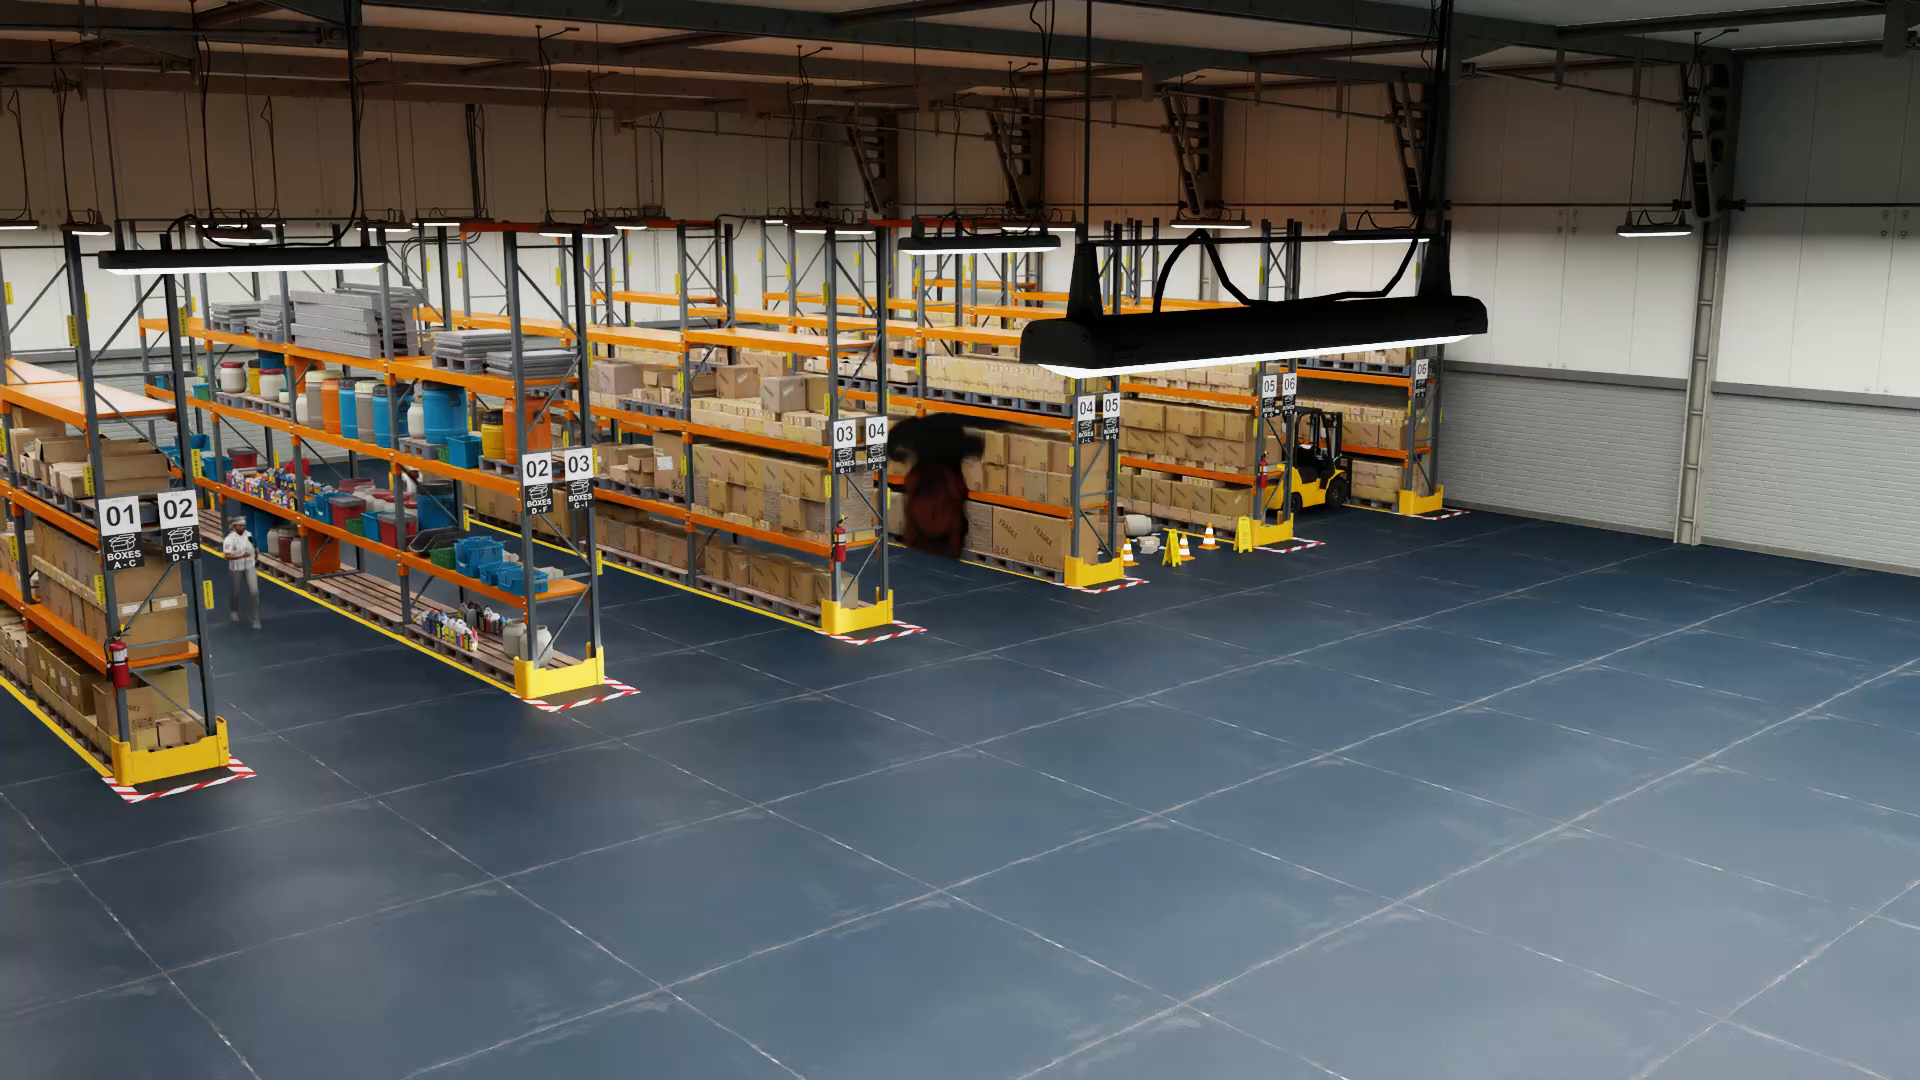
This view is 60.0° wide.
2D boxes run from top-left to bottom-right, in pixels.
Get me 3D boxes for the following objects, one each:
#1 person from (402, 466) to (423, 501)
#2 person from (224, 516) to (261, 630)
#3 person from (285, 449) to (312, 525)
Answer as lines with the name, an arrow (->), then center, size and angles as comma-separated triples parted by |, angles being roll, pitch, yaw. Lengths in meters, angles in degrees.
person -> -10.366, -0.691, 31.181 | 0.937, 1.614, 0.663 | 5, 12, 24
person -> -10.910, 0.472, 25.234 | 0.526, 1.733, 0.863 | -10, 15, -41
person -> -12.982, -0.999, 32.687 | 0.951, 1.654, 0.680 | 7, 14, 33
